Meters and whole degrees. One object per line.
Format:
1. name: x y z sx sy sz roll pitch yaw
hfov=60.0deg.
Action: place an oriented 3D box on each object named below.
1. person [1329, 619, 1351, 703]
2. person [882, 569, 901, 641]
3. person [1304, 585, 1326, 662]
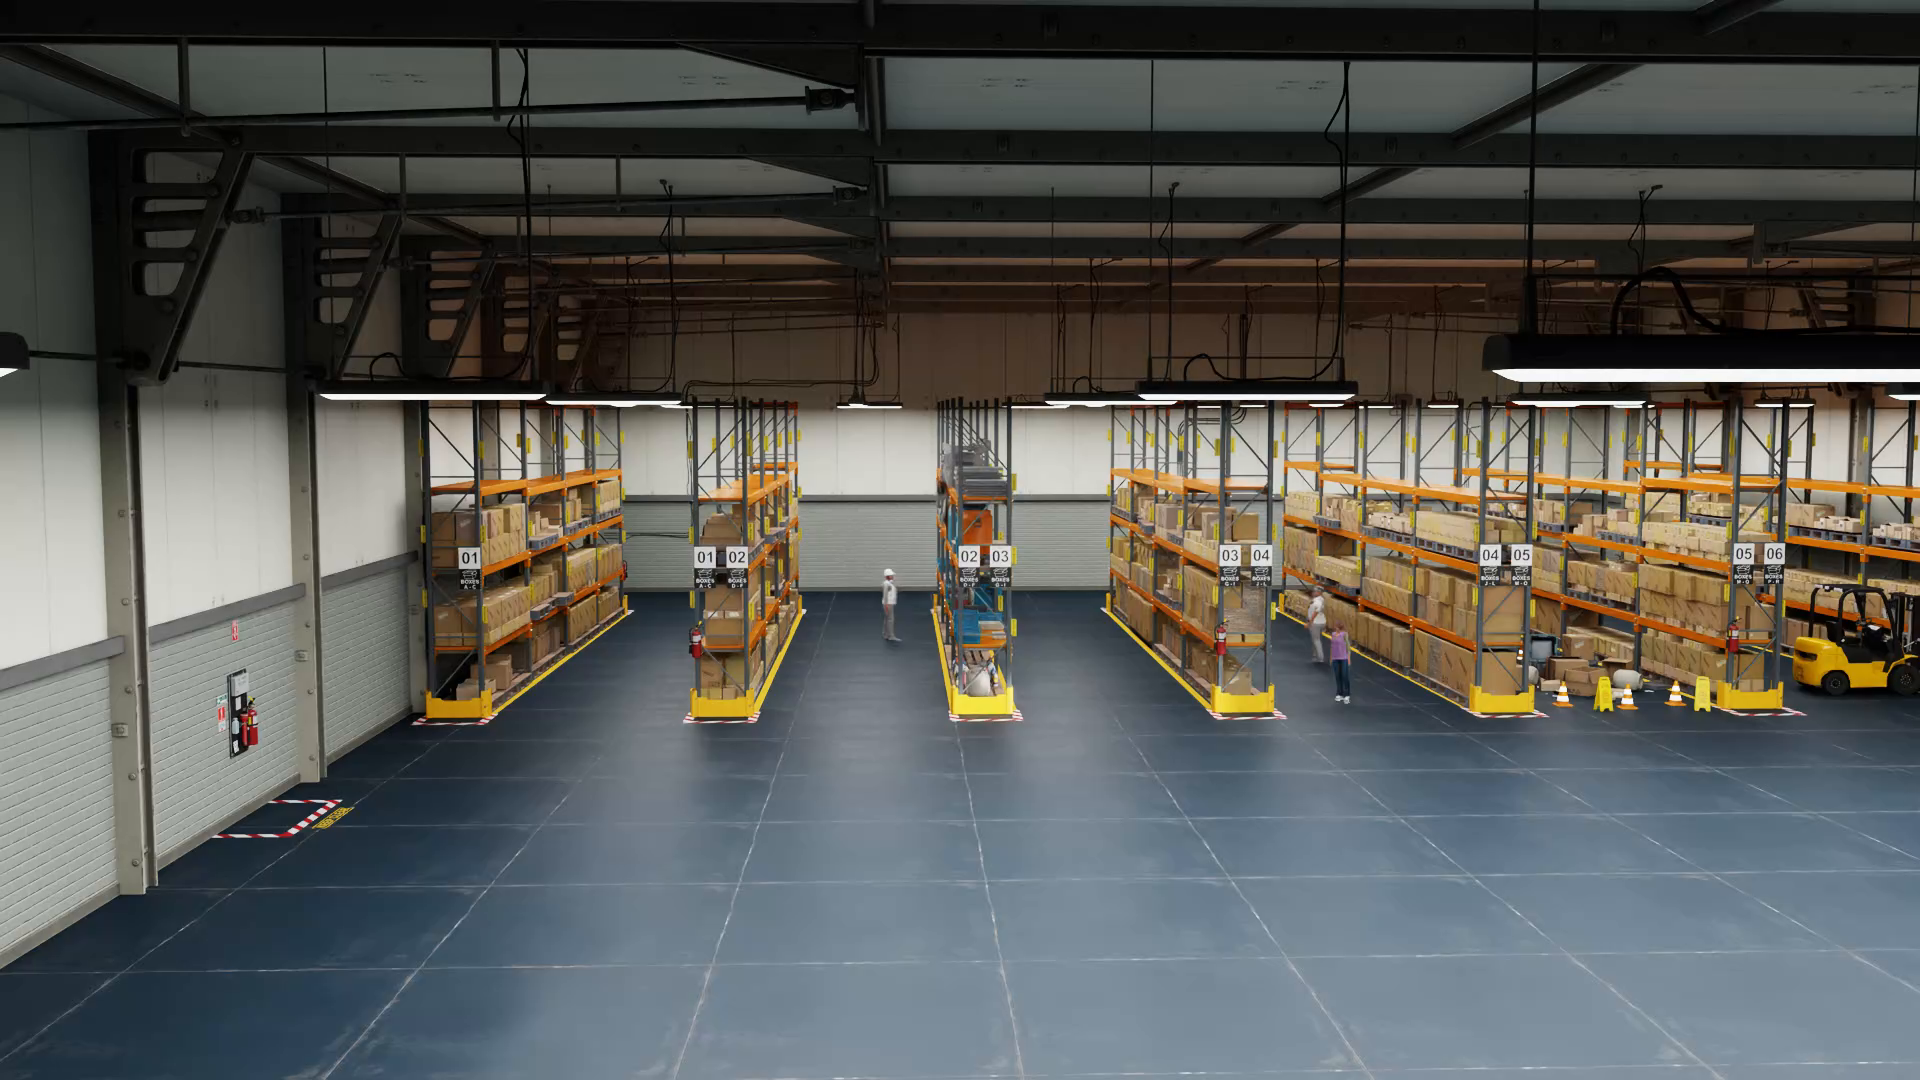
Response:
1. person: 7.538 2.389 32.900 0.329 1.627 0.513 -4 6 -39
2. person: -1.710 1.619 41.711 0.506 1.796 0.565 1 4 10
3. person: 8.103 1.945 37.916 0.592 1.857 0.543 -4 6 -43
